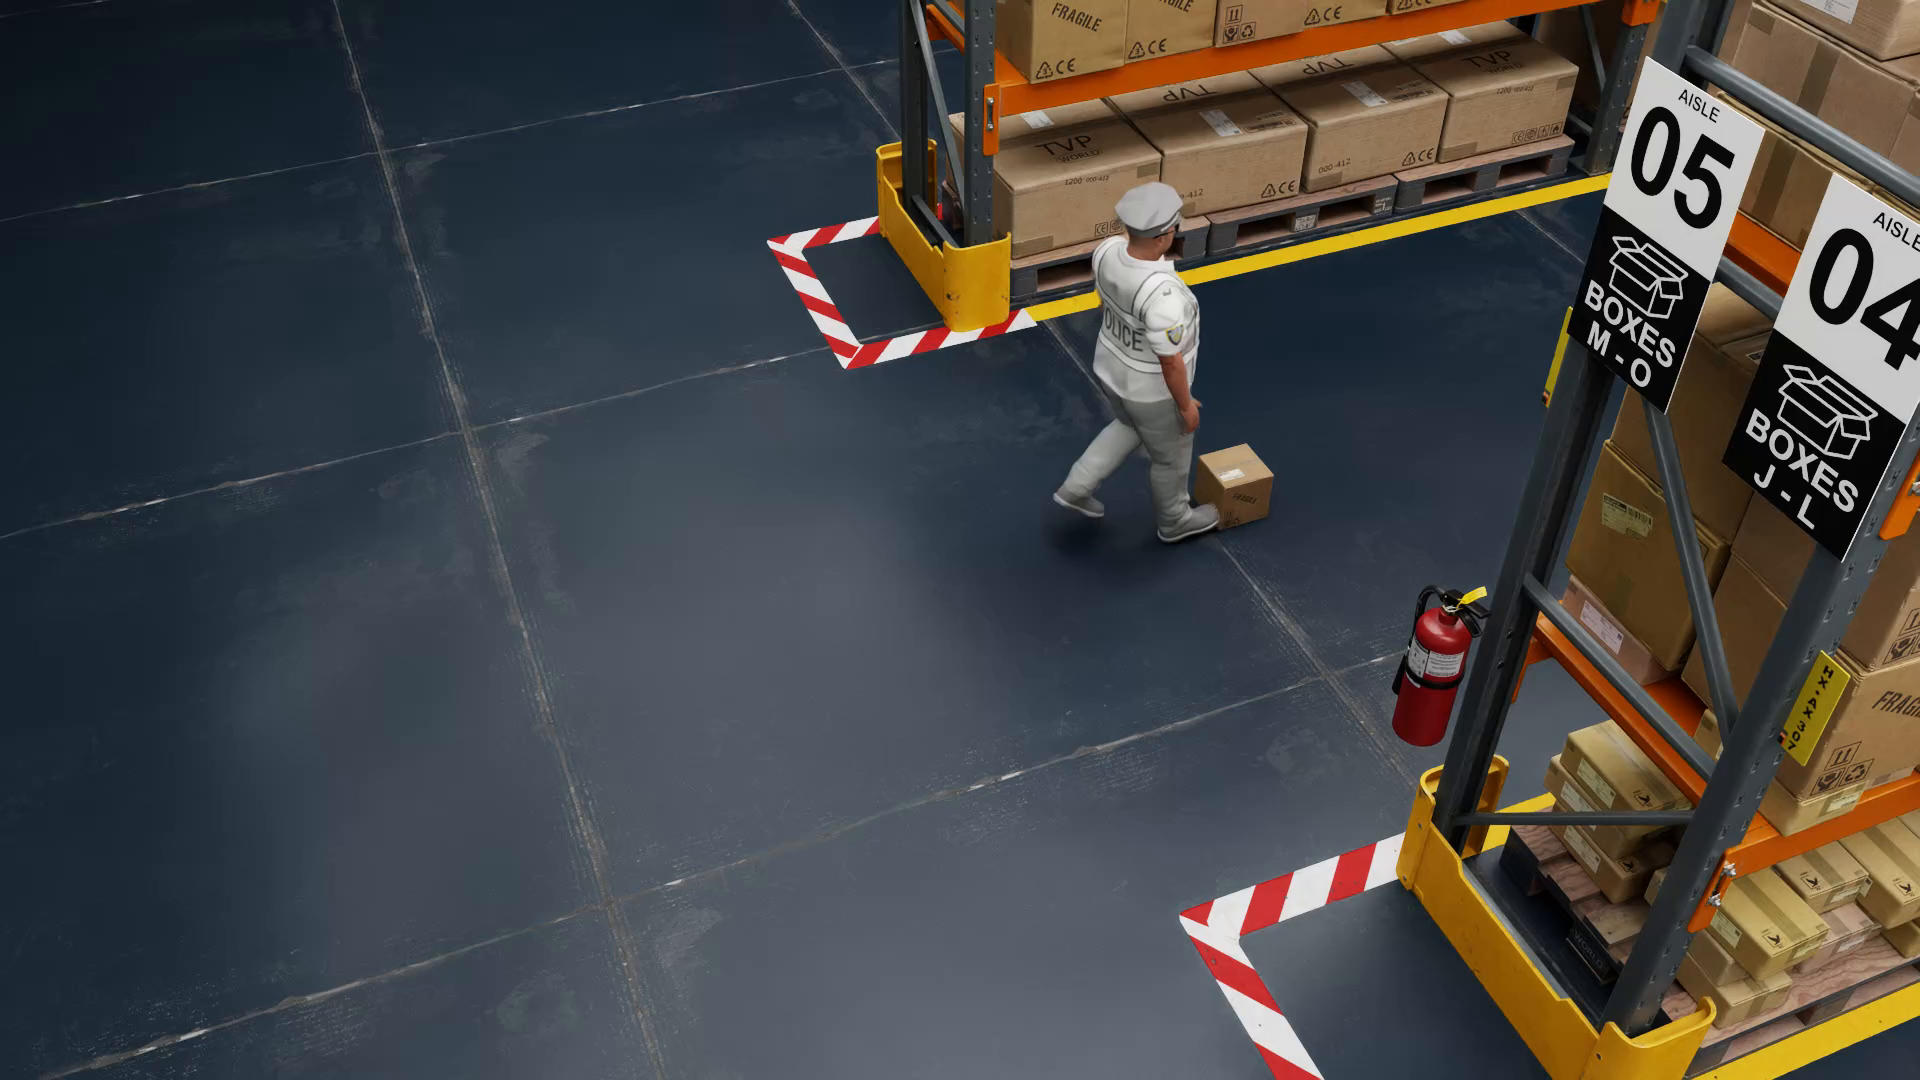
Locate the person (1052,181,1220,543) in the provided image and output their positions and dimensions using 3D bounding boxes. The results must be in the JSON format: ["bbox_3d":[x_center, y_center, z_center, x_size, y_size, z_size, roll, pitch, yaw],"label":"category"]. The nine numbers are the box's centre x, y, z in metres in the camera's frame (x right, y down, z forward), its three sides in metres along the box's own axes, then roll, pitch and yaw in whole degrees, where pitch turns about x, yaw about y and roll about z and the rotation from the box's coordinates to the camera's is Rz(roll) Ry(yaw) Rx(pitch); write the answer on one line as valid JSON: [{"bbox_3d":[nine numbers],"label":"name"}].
[{"bbox_3d":[0.804,-0.702,6.924,0.742,1.749,0.551,-20,45,-21],"label":"person"}]
